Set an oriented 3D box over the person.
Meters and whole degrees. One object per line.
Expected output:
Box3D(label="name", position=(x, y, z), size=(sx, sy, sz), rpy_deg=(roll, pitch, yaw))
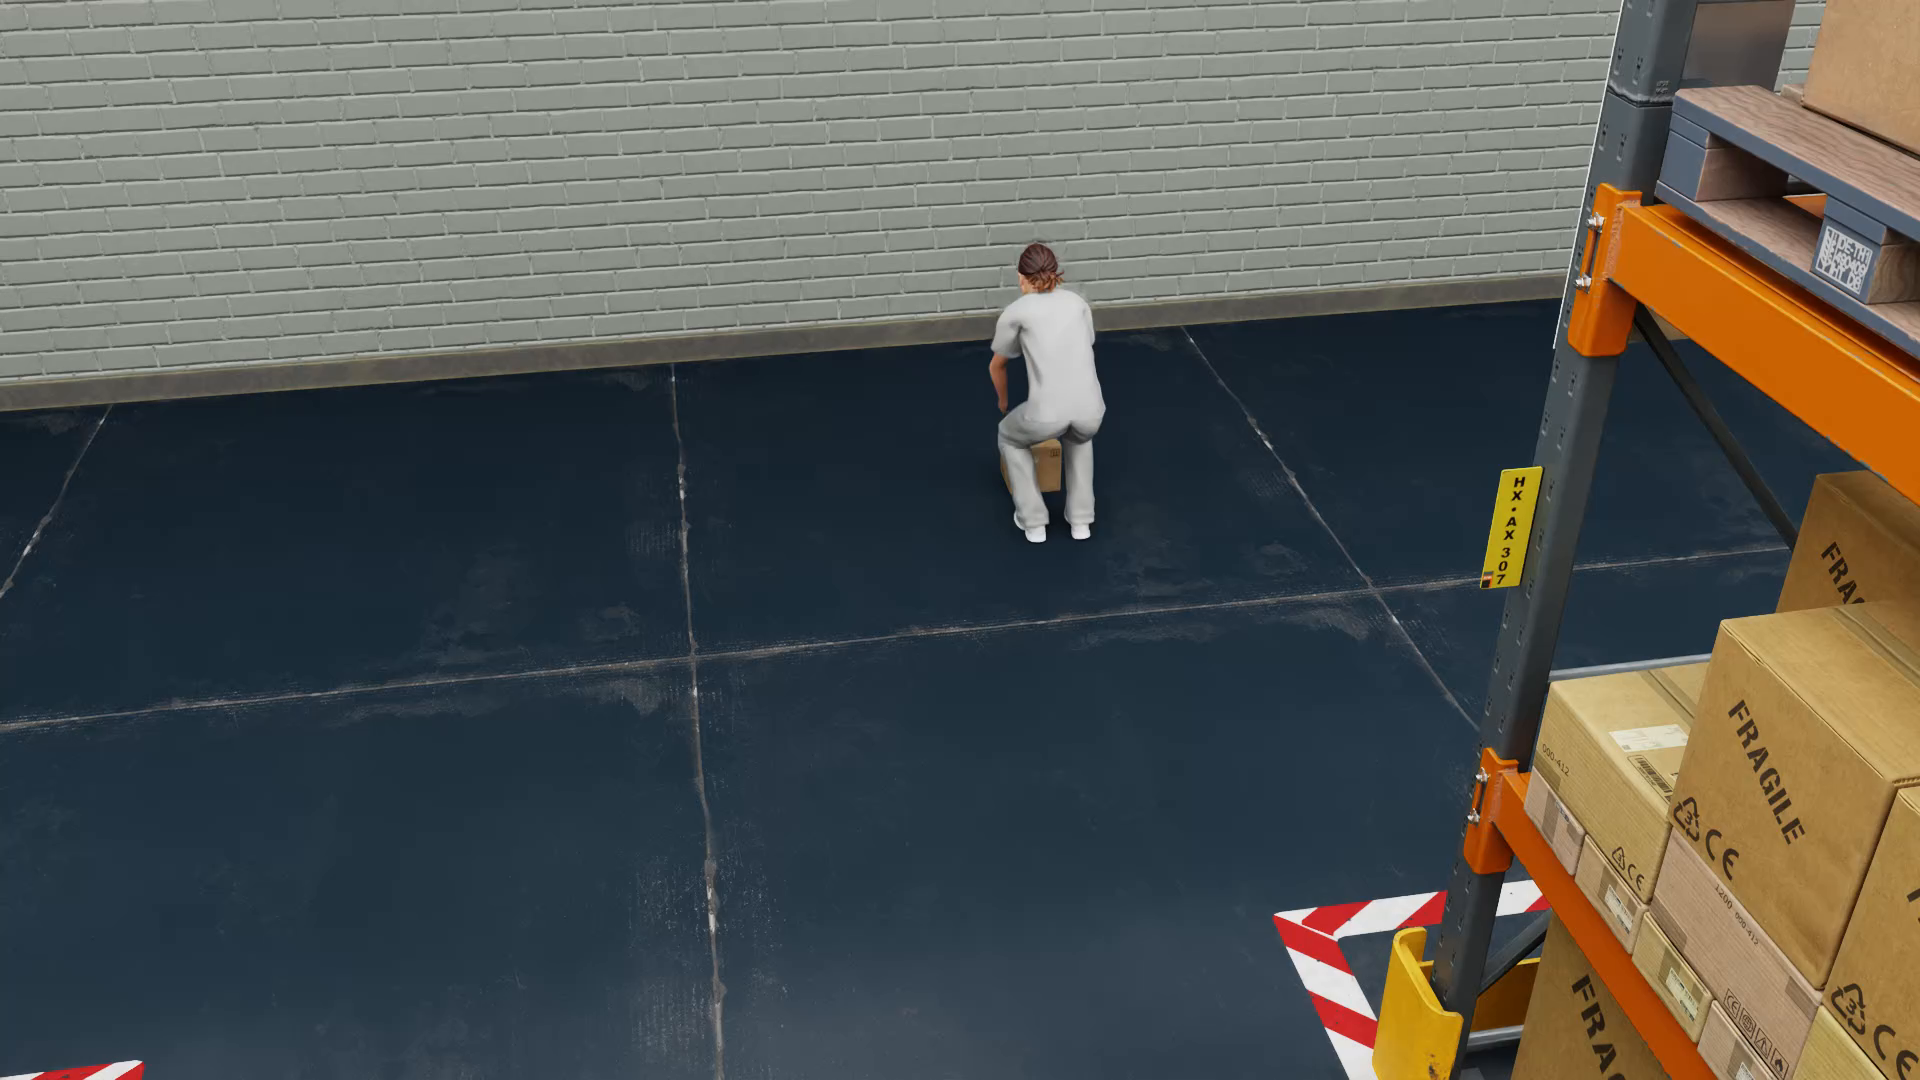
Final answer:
Box3D(label="person", position=(0.393, -0.644, 7.581), size=(0.494, 1.304, 0.683), rpy_deg=(-5, 31, -9))
